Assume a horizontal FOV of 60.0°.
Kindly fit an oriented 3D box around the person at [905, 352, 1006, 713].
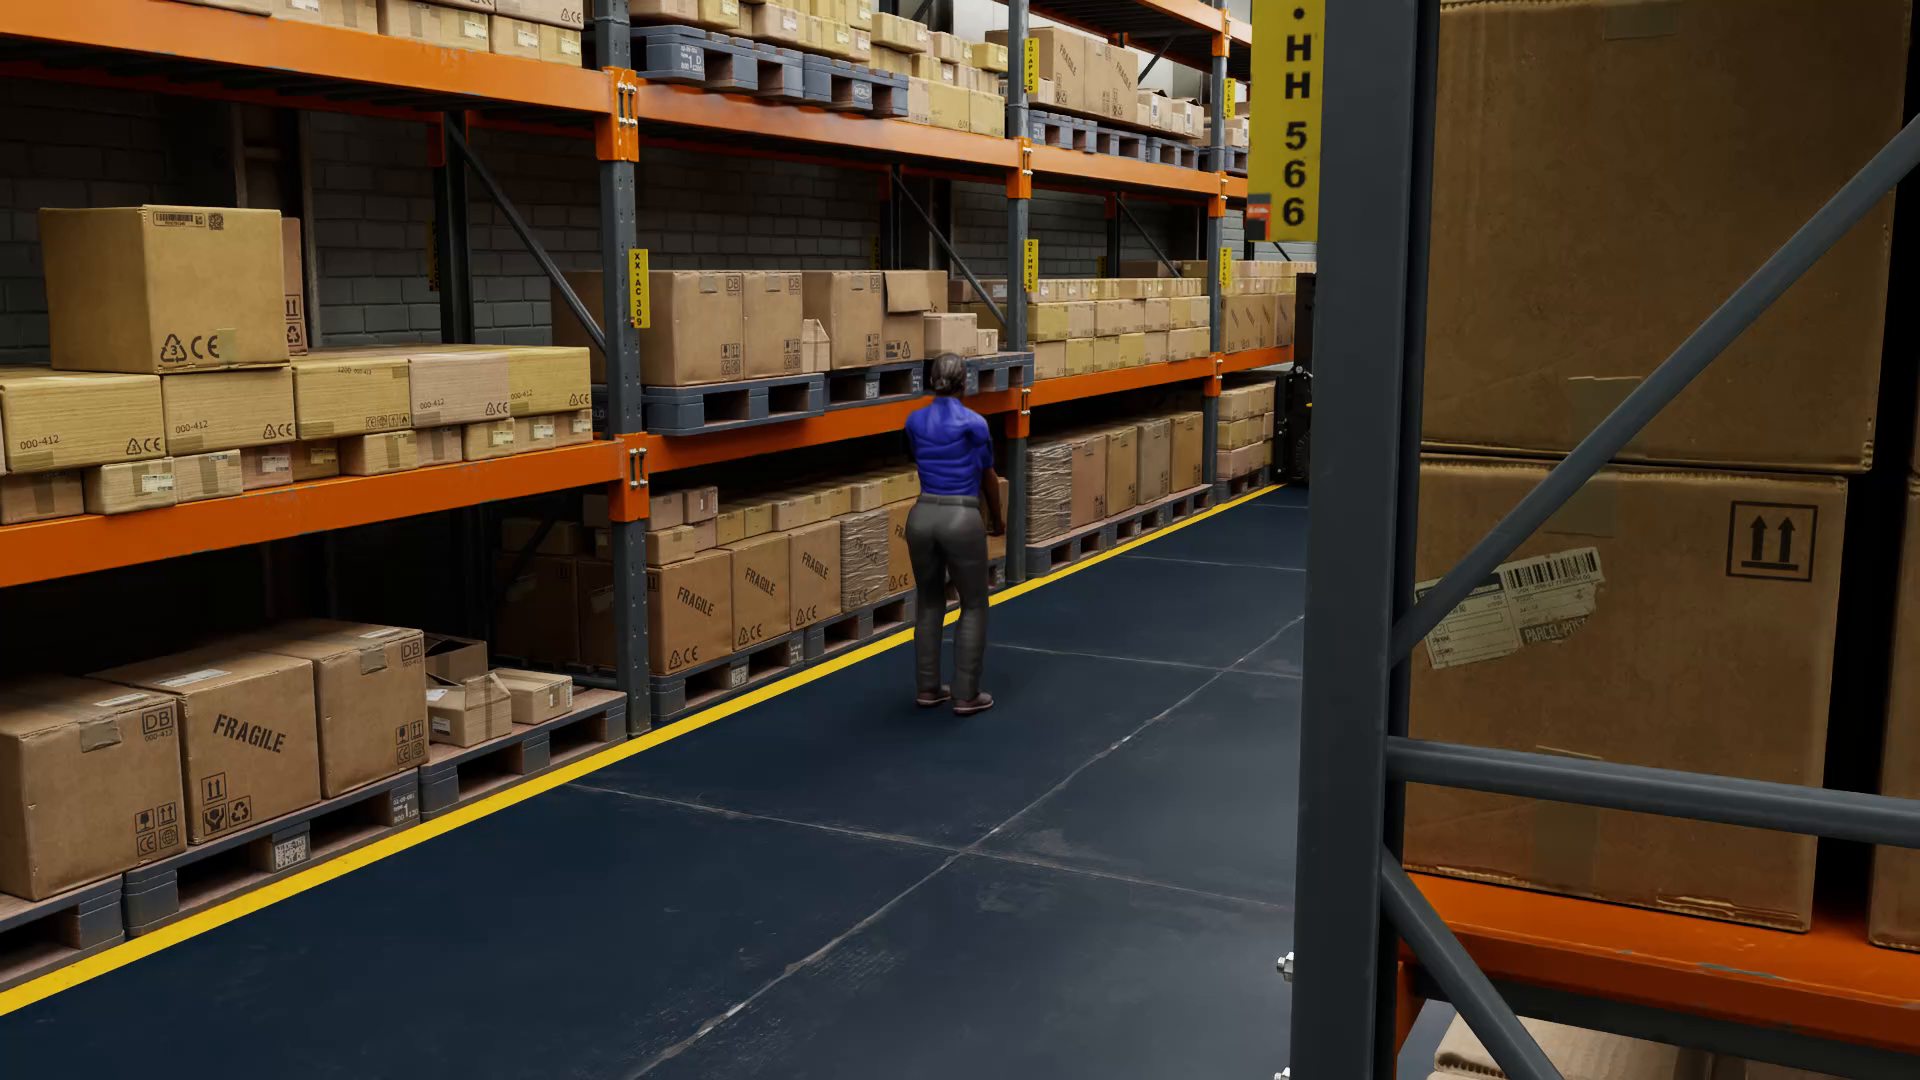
[{"bbox_3d":[-0.028,-0.043,7.701,0.413,1.652,0.521,4,10,25],"label":"person"}]
